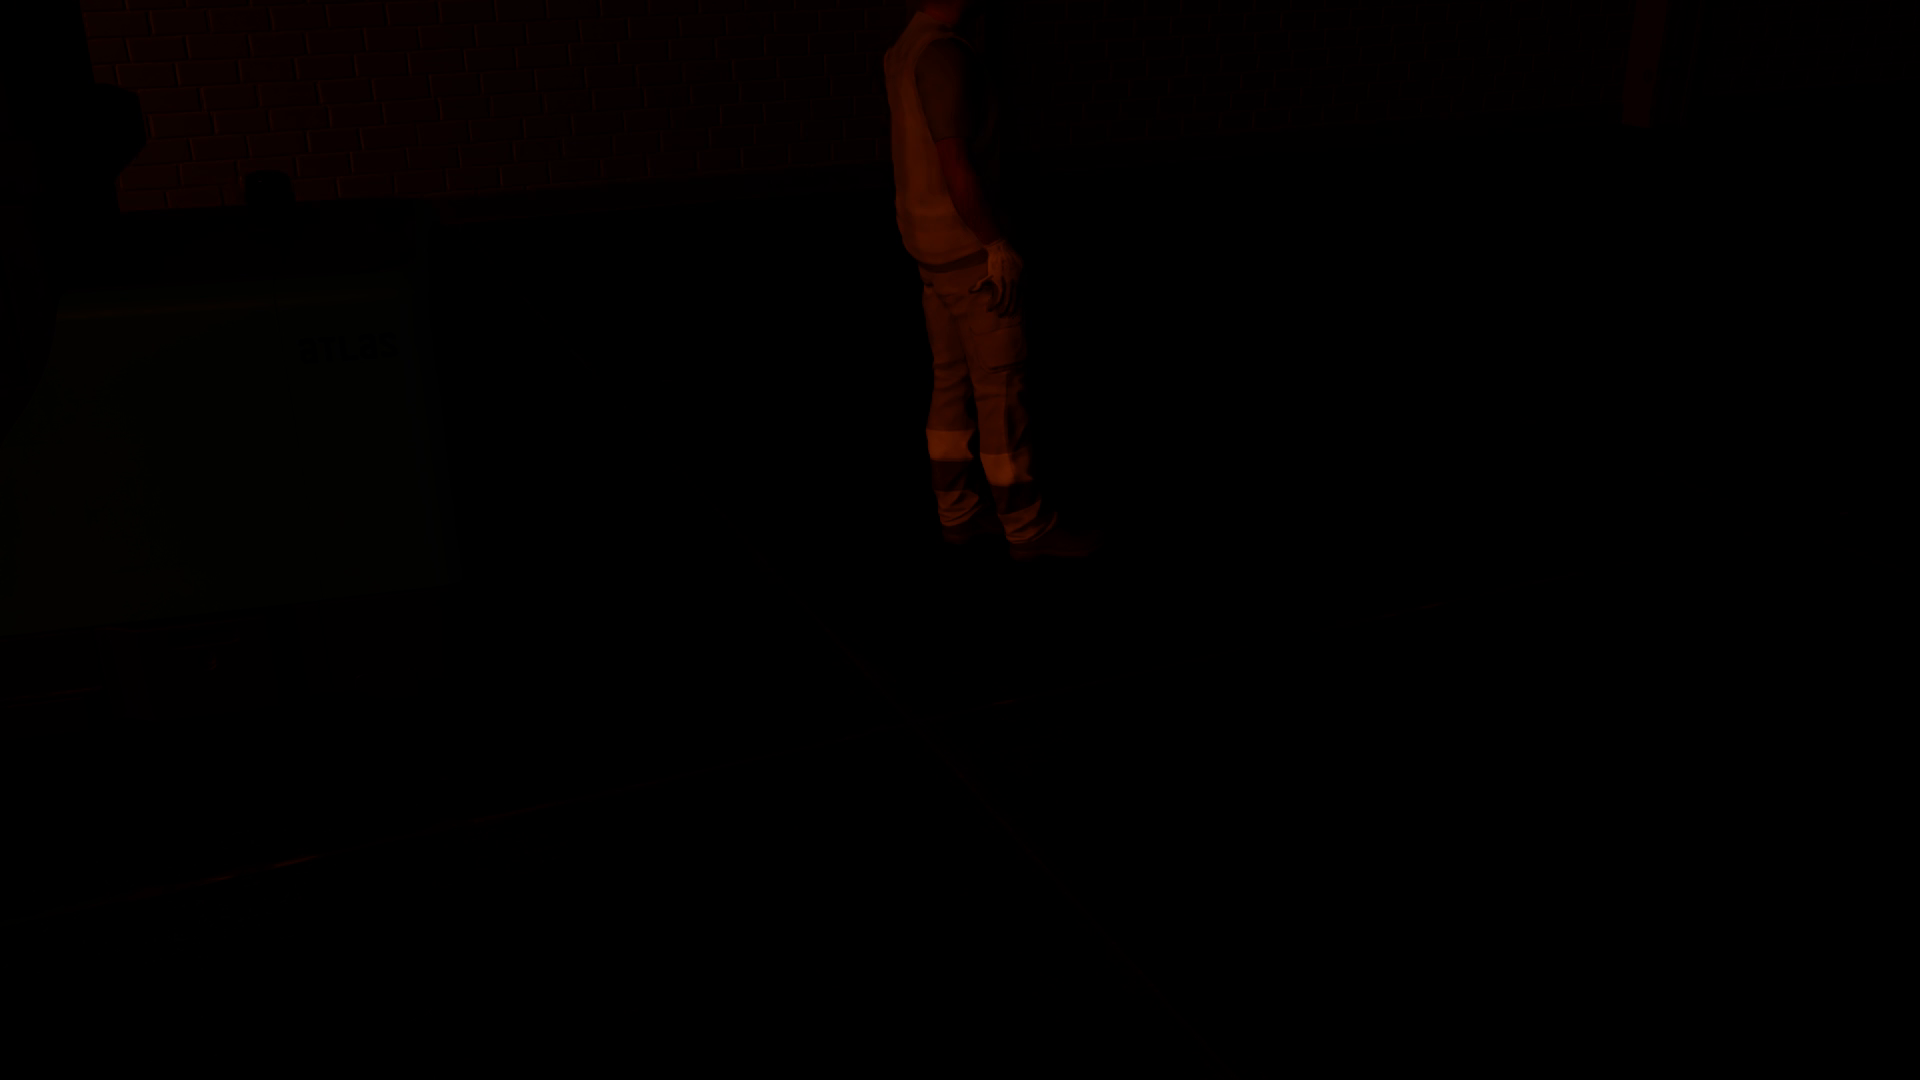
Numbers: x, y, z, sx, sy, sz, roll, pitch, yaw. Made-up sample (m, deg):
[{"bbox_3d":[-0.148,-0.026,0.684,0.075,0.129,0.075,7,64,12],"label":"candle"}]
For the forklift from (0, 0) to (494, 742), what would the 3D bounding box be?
[{"bbox_3d":[-2.756,-0.984,3.655,3.031,2.935,1.130,-7,23,-15],"label":"forklift"}]

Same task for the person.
[{"bbox_3d":[0.098,-0.840,4.786,0.590,1.791,0.634,-6,23,-15],"label":"person"}]
